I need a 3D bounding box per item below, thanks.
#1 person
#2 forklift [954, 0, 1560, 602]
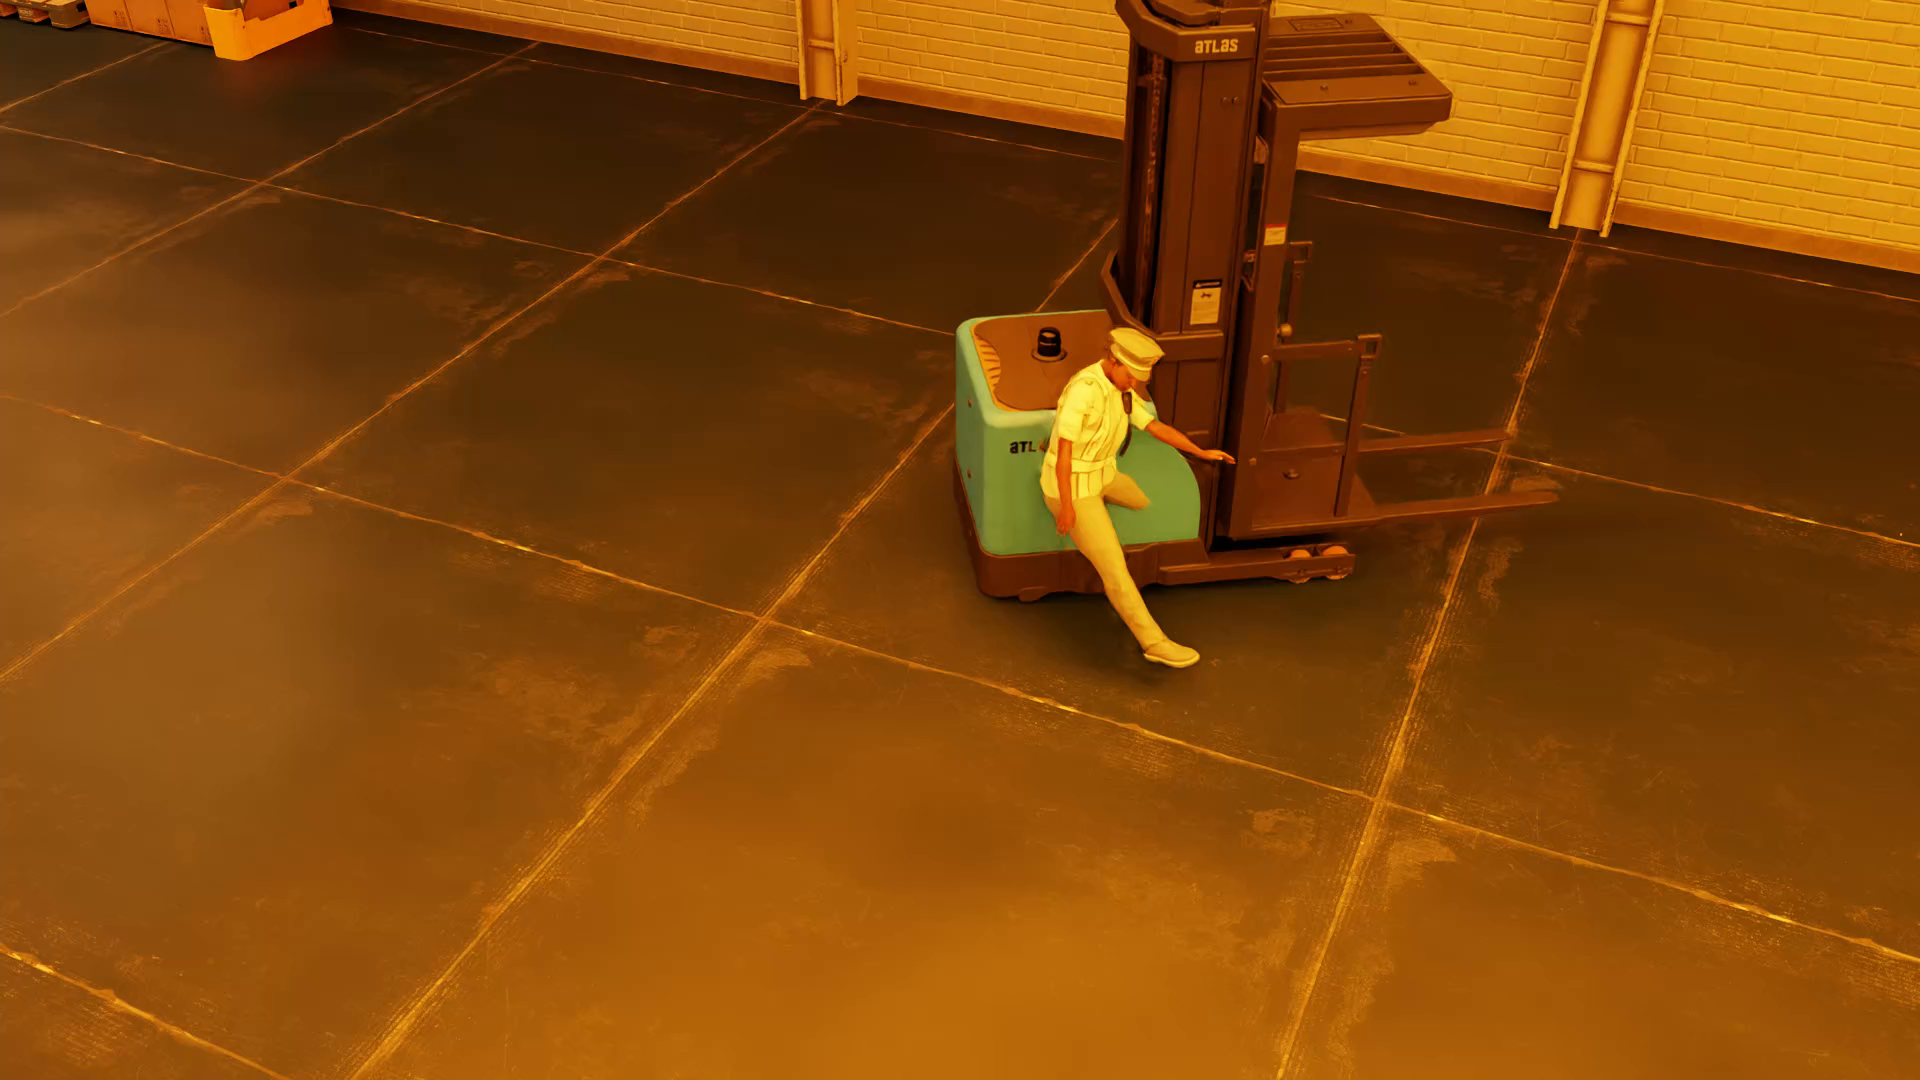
[{"bbox_3d":[0.869,-0.289,7.679,1.027,1.413,0.940,22,41,27],"label":"person"},{"bbox_3d":[1.529,-1.279,7.880,3.031,2.935,1.130,-5,36,-7],"label":"forklift"}]
